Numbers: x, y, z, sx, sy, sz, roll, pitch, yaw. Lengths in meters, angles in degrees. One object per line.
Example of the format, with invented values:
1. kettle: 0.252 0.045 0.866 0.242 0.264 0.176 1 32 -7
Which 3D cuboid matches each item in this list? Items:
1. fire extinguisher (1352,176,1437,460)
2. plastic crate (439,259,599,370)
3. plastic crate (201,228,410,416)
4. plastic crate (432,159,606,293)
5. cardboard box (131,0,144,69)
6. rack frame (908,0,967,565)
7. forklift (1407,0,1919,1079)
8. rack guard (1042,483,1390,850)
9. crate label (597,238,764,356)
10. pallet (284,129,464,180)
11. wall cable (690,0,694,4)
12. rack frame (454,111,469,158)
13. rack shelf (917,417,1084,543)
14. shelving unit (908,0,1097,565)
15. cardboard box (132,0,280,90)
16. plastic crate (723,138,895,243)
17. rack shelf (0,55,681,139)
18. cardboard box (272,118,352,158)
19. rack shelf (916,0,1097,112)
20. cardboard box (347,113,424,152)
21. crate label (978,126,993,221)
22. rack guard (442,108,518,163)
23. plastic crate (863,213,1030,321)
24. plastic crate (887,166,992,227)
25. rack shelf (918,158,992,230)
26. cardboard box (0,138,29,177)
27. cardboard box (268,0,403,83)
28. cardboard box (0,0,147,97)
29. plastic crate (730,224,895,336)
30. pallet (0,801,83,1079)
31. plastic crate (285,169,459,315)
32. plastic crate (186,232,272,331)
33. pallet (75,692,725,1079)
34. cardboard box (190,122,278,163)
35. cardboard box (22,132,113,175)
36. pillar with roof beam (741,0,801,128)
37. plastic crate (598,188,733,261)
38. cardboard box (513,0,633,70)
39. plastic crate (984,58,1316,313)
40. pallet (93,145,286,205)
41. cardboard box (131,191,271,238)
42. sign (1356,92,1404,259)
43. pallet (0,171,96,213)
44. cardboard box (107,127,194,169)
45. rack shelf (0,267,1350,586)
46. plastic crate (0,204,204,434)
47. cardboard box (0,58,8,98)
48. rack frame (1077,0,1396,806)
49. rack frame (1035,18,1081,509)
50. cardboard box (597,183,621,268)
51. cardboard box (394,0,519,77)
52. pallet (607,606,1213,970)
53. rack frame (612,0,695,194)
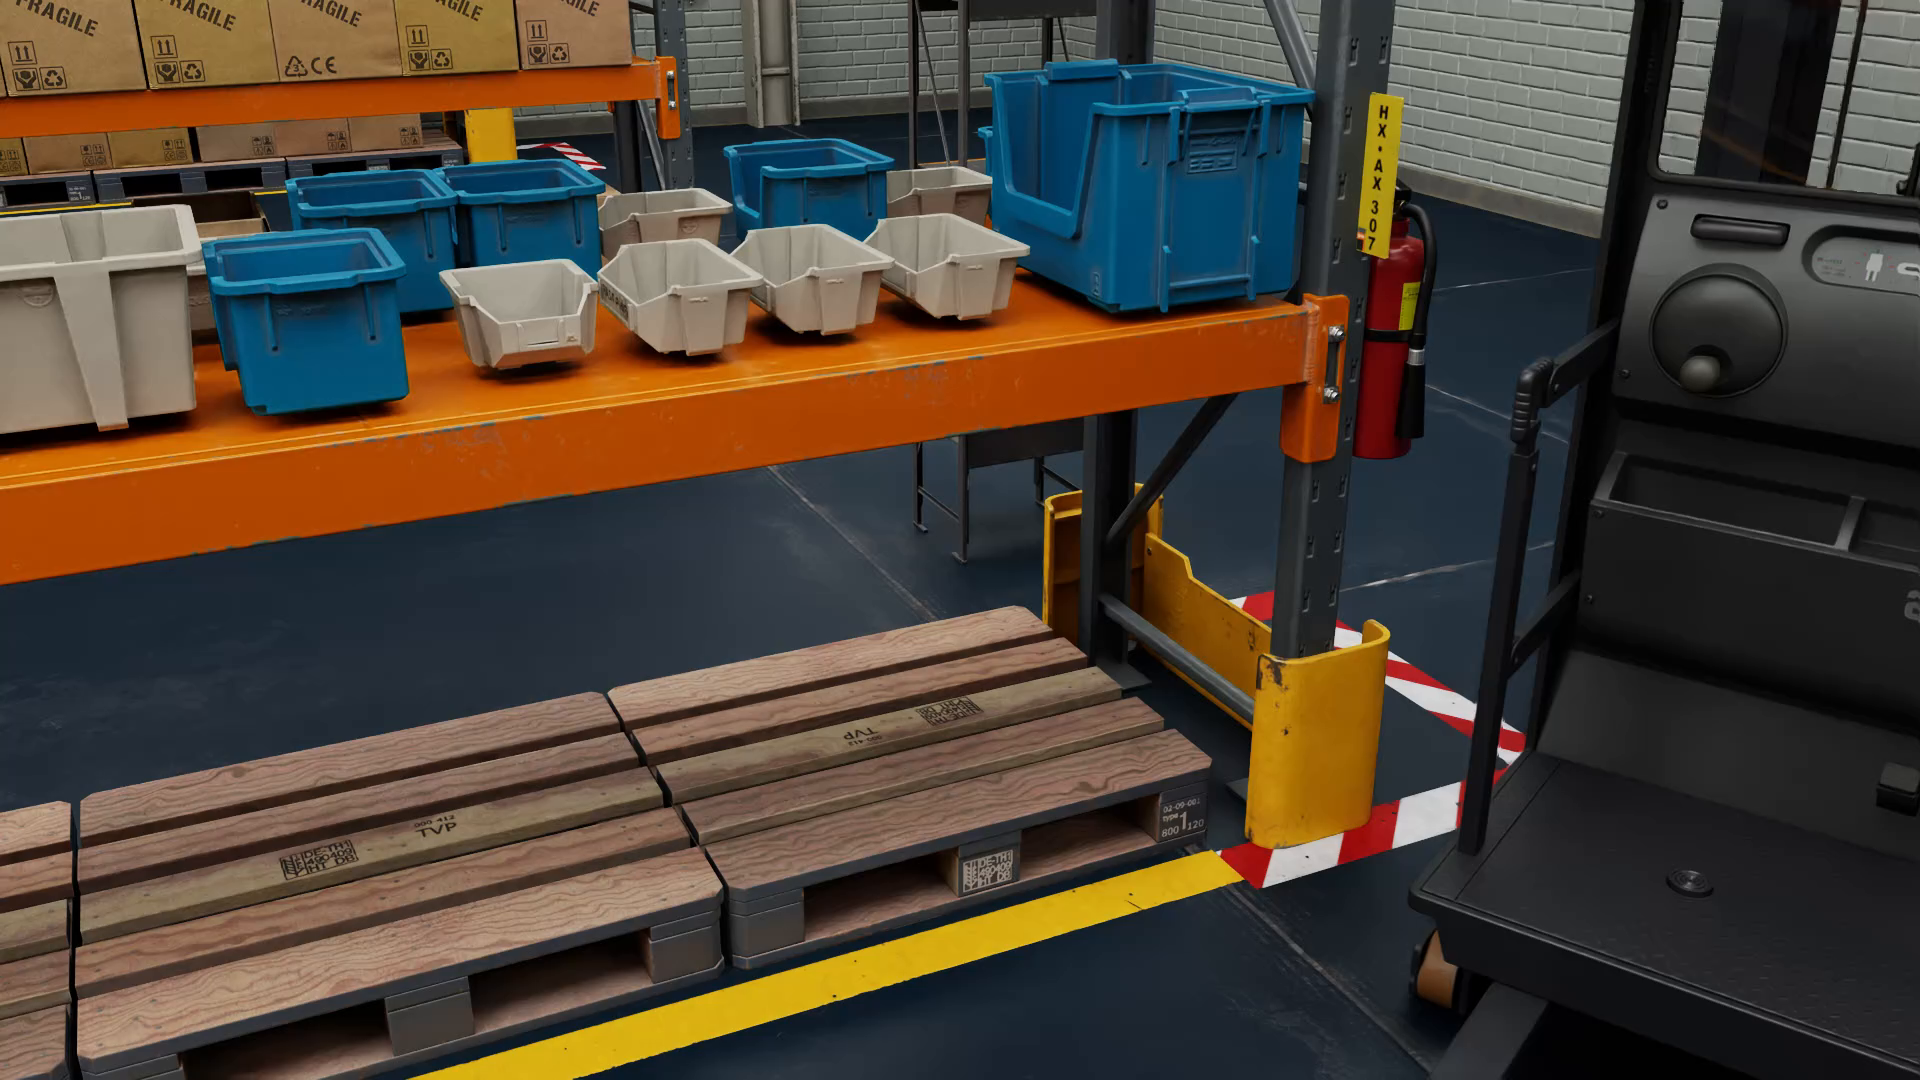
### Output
1. fire extinguisher: 0.943 -0.521 3.676 0.183 0.674 0.296 -10 25 -24
2. plastic crate: -0.812 -0.416 3.099 0.250 0.136 0.298 -10 25 -24
3. plastic crate: -1.129 -0.382 2.891 0.300 0.233 0.416 -10 25 -24
4. plastic crate: -0.941 -0.665 3.575 0.300 0.233 0.416 -10 25 -24
5. cardboard box: -3.874 -2.294 7.240 0.500 0.500 0.500 -10 24 -22
6. rack frame: -0.071 -0.957 5.317 0.015 2.100 0.400 -10 25 -24
7. forklift: 1.574 -0.377 2.827 1.130 2.935 3.031 15 27 33
8. rack guard: 0.627 0.286 4.406 0.348 0.500 1.175 -10 25 -24
9. crate label: -0.554 -0.471 3.233 0.243 0.136 0.396 -10 25 -24
10. pallet: -4.373 -2.827 12.303 1.213 0.211 1.003 -10 25 -24
11. wall cable: -2.943 -5.283 13.262 1.851 1.984 0.084 -10 25 -24
12. rack frame: -3.686 -4.275 12.155 0.127 3.000 1.000 -10 25 -24
13. rack shelf: 0.149 -0.338 5.688 0.480 0.518 0.431 -10 25 -24
14. shelving unit: 0.149 -0.998 5.415 0.503 2.100 0.431 -10 25 -24
15. cardboard box: -3.192 -2.195 7.000 0.500 0.500 0.500 -11 25 -24
16. plastic crate: -0.348 -0.774 3.839 0.300 0.233 0.416 -10 25 -24
17. rack shelf: -3.337 -1.904 7.369 4.000 0.370 1.077 -10 25 -24
18. cardboard box: -4.724 -3.080 11.989 0.500 0.500 0.700 -11 25 -24
19. rack shelf: 0.149 -1.632 5.152 0.480 0.518 0.431 -10 25 -24
20. cardboard box: -4.274 -3.163 12.189 0.500 0.500 0.700 -10 25 -24
21. crate label: 0.245 -0.884 4.103 0.303 0.233 0.416 -10 25 -24
22. rack guard: -3.665 -3.124 12.643 0.348 0.500 1.175 -10 25 -24
23. plastic crate: -0.046 -0.569 3.469 0.243 0.136 0.396 -10 25 -24
24. plastic crate: -0.080 -0.814 4.062 0.298 0.136 0.250 -10 25 -24
25. rack shelf: 0.149 -0.985 5.420 0.480 0.518 0.431 -10 25 -24
26. cardboard box: -6.572 -2.739 11.165 0.500 0.500 0.700 -10 25 -23
27. cardboard box: -2.738 -2.278 7.201 0.500 0.500 0.500 -10 25 -23
28. cardboard box: -3.649 -2.110 6.795 0.500 0.500 0.500 -11 25 -24
29. plastic crate: -0.313 -0.526 3.365 0.243 0.136 0.396 -10 25 -24
30. pallet: -2.348 0.956 3.165 1.213 0.211 1.003 -10 25 -24
31. plastic crate: -1.212 -0.615 3.455 0.300 0.233 0.416 -10 25 -24
32. plastic crate: -1.555 -0.496 3.291 0.466 0.136 0.293 -10 25 -24
33. pallet: -1.247 0.752 3.657 1.213 0.211 1.003 -10 25 -24
34. cardboard box: -5.177 -2.997 11.787 0.500 0.500 0.700 -11 25 -25
35. cardboard box: -6.118 -2.821 11.363 0.500 0.500 0.700 -11 25 -24
36. pillar with roof beam: 0.239 -6.309 9.226 0.400 9.000 9.100 -10 25 -24
37. plastic crate: -0.691 -0.702 3.790 0.298 0.136 0.250 -10 25 -24
38. cardboard box: -1.820 -2.446 7.608 0.500 0.500 0.500 -10 24 -22
39. plastic crate: 0.390 -0.785 3.599 0.499 0.435 0.616 -10 25 -24
40. pallet: -5.470 -2.626 11.818 1.213 0.211 1.003 -10 25 -24
41. cardboard box: -3.448 -1.268 7.580 0.637 0.503 0.797 -10 25 -24
42. sign: 0.864 -0.749 3.425 0.005 0.325 0.100 -10 25 -24
43. pallet: -6.571 -2.422 11.325 1.213 0.211 1.003 -10 25 -24
44. cardboard box: -5.655 -2.906 11.567 0.500 0.500 0.700 -10 24 -22
45. rack shelf: -1.192 -0.197 3.243 4.000 0.370 1.077 -10 25 -24
46. plastic crate: -1.538 -0.360 2.774 0.530 0.282 0.437 -10 25 -24
47. cardboard box: -4.101 -2.028 6.596 0.500 0.500 0.500 -10 24 -23
48. rack frame: 0.610 -0.861 3.907 0.127 3.000 1.000 -10 25 -24
49. rack frame: 0.369 -1.038 5.513 0.015 2.100 0.400 -10 25 -24
50. cardboard box: -1.918 -1.442 8.004 0.500 0.500 0.500 -10 25 -24
51. cardboard box: -2.286 -2.359 7.397 0.500 0.500 0.500 -10 25 -23
52. pallet: -0.149 0.551 4.143 1.213 0.211 1.003 -10 25 -24
53. rack frame: -1.534 -2.568 8.033 0.127 3.000 1.000 -10 25 -24
